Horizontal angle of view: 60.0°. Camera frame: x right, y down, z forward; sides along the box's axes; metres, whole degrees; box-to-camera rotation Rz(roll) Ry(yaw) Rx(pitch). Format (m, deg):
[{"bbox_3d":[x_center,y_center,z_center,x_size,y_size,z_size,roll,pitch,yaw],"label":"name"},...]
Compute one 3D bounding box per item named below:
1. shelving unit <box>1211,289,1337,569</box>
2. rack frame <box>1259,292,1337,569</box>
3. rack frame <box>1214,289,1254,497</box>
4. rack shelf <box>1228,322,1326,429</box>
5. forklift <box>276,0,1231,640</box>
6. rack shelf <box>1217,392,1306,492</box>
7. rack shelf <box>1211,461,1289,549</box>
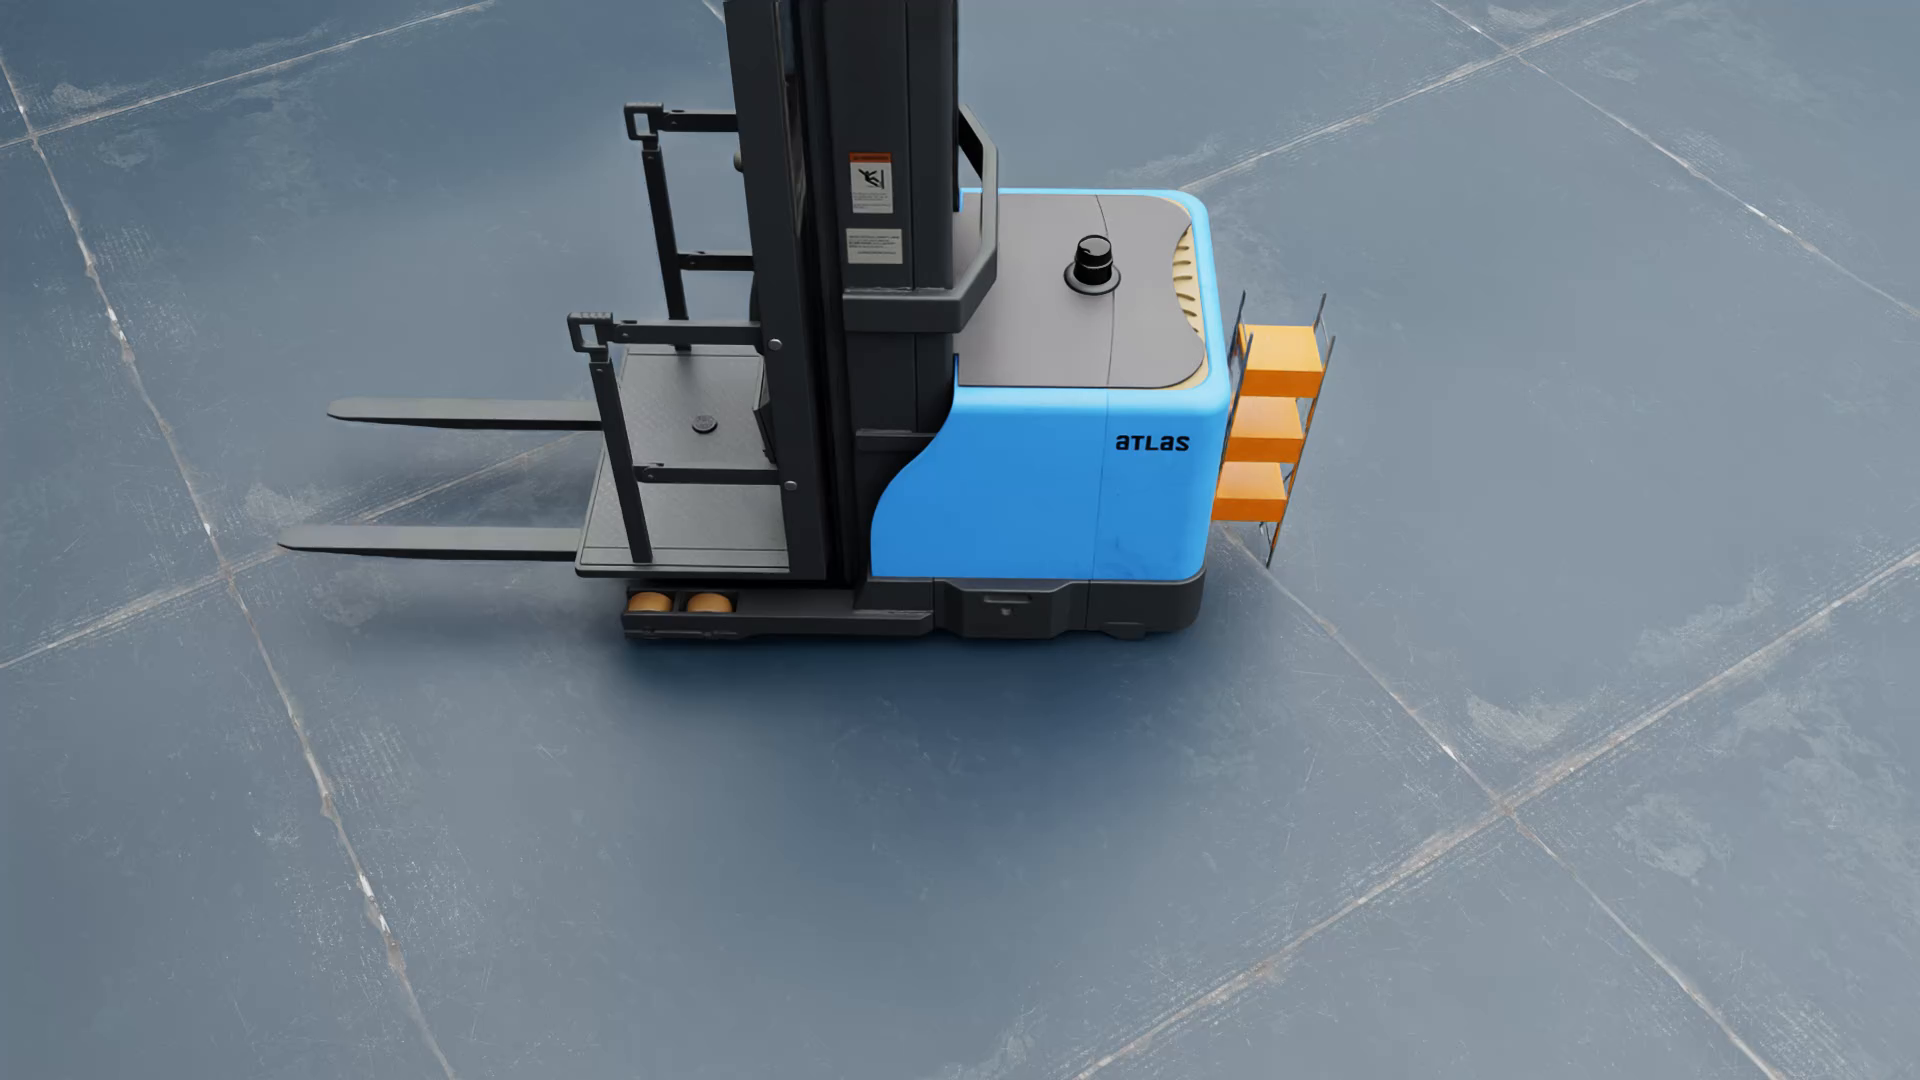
[{"bbox_3d":[0.952,-0.328,5.331,0.252,1.050,0.215,1,48,-3],"label":"shelving unit"},{"bbox_3d":[1.074,-0.325,5.337,0.008,1.050,0.200,1,48,-3],"label":"rack frame"},{"bbox_3d":[0.831,-0.331,5.326,0.008,1.050,0.200,1,48,-3],"label":"rack frame"},{"bbox_3d":[0.966,-0.510,5.128,0.240,0.259,0.215,1,48,-3],"label":"rack shelf"},{"bbox_3d":[-0.720,-1.042,4.715,3.031,2.935,1.130,1,48,1],"label":"forklift"},{"bbox_3d":[0.952,-0.321,5.339,0.240,0.259,0.215,1,48,-3],"label":"rack shelf"},{"bbox_3d":[0.938,-0.136,5.546,0.240,0.259,0.215,1,48,-3],"label":"rack shelf"}]
